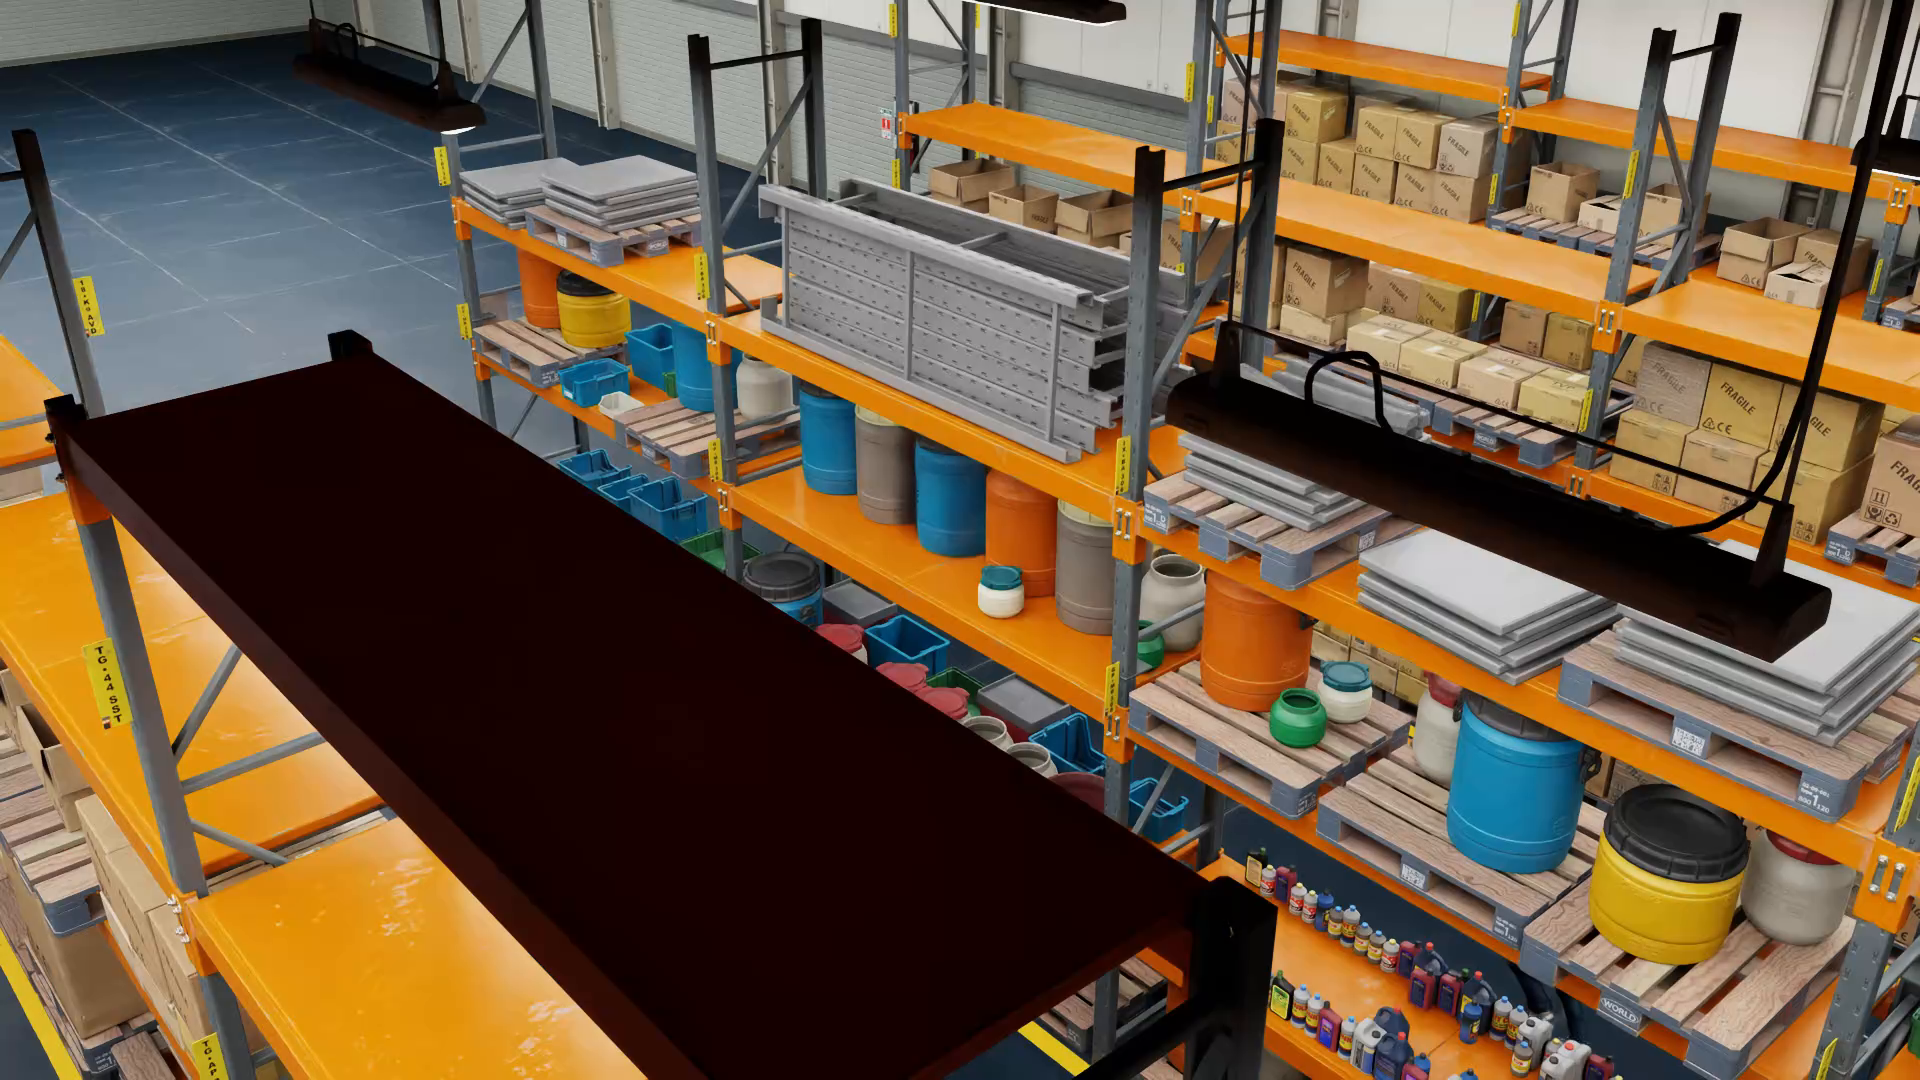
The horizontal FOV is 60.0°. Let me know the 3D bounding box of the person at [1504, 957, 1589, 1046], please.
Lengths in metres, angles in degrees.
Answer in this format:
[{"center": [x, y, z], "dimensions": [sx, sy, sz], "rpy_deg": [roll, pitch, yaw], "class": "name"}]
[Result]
[{"center": [3.845, 2.610, 10.729], "dimensions": [0.531, 1.517, 0.794], "rpy_deg": [-14, 30, -26], "class": "person"}]
